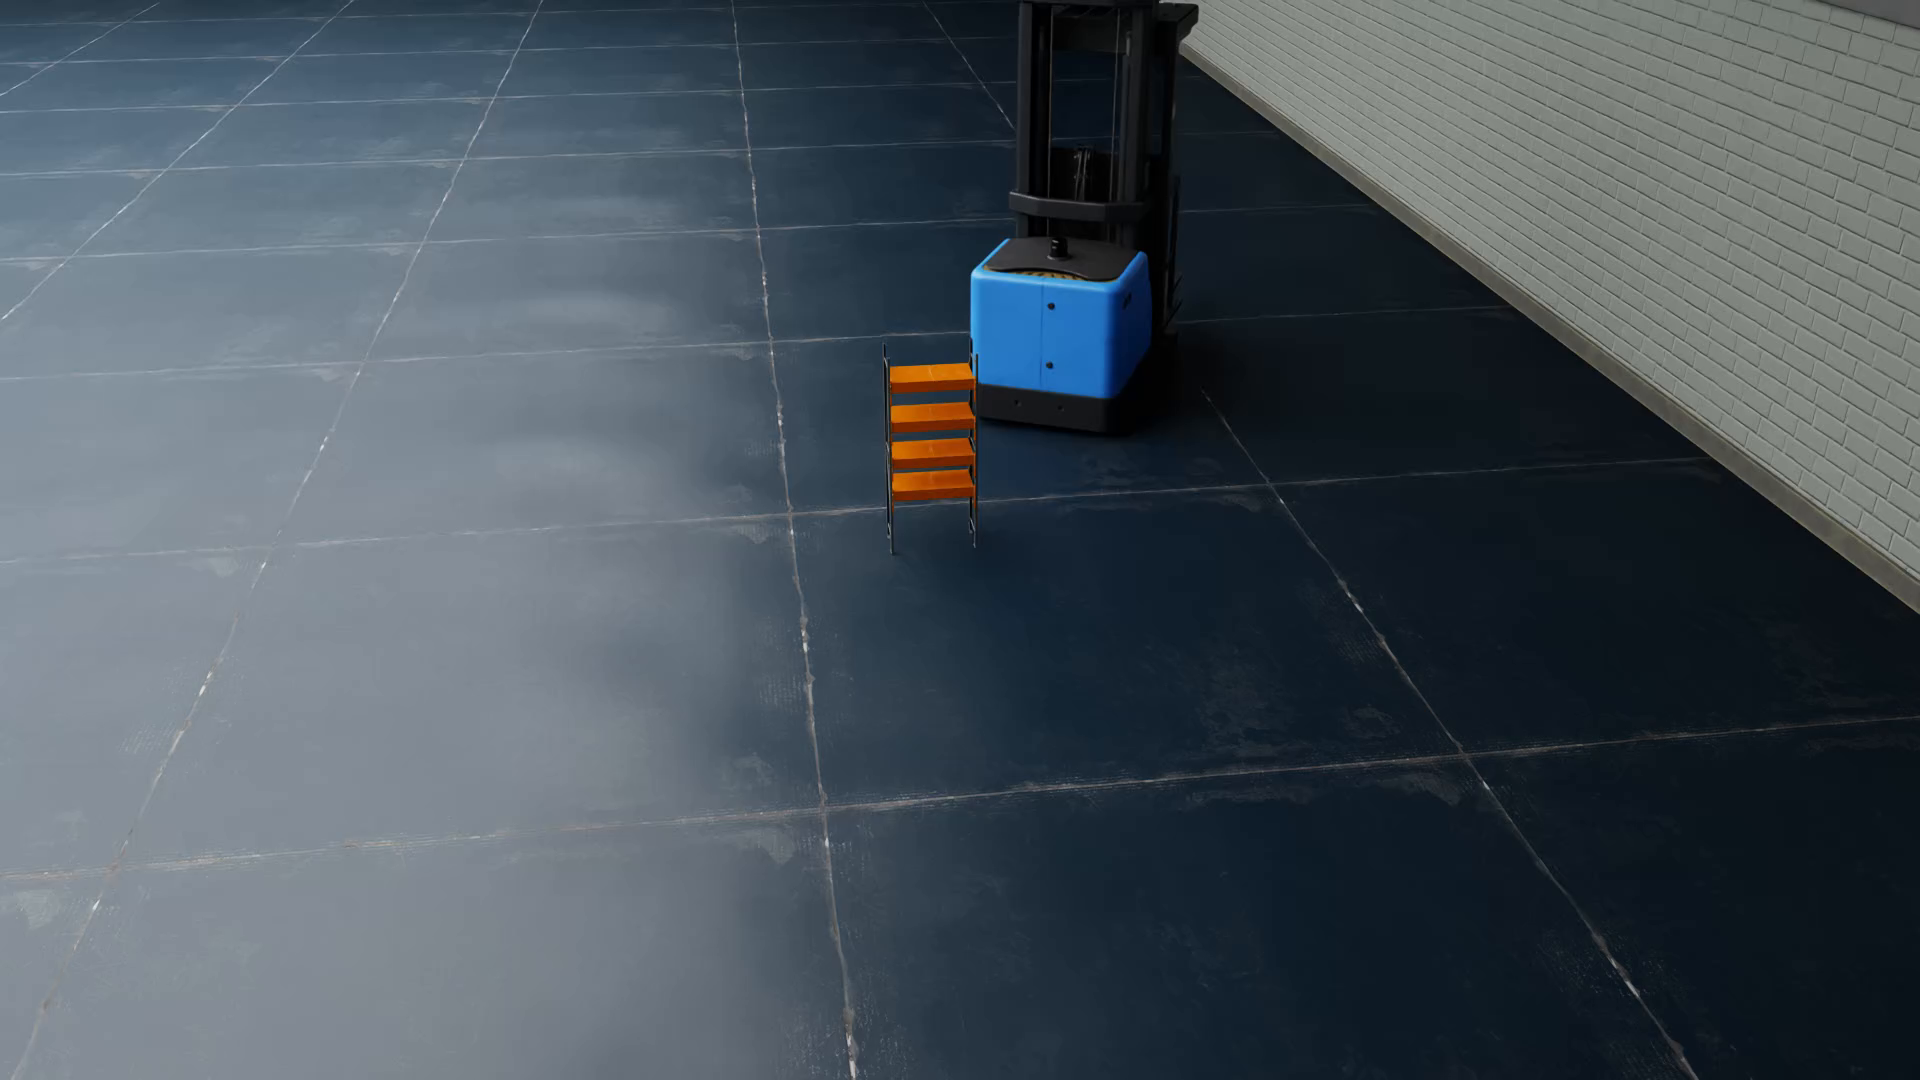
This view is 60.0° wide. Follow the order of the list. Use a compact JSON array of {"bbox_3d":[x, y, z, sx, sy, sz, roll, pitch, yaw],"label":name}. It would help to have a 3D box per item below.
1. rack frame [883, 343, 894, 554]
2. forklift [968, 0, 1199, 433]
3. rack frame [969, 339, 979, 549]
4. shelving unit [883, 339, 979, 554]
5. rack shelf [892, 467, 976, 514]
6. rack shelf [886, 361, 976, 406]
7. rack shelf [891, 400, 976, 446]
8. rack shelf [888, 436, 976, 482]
[{"bbox_3d":[-0.406,-0.508,9.425,0.015,1.200,0.240,-4,27,-7],"label":"rack frame"},{"bbox_3d":[1.001,-2.666,11.736,1.130,2.935,3.031,9,28,16],"label":"forklift"},{"bbox_3d":[0.078,-0.539,9.486,0.015,1.200,0.240,-4,27,-7],"label":"rack frame"},{"bbox_3d":[-0.164,-0.523,9.456,0.503,1.200,0.258,-4,27,-7],"label":"shelving unit"},{"bbox_3d":[-0.164,-0.287,9.577,0.480,0.148,0.258,-4,27,-7],"label":"rack shelf"},{"bbox_3d":[-0.164,-0.873,9.276,0.480,0.148,0.258,-4,27,-7],"label":"rack shelf"},{"bbox_3d":[-0.164,-0.662,9.384,0.480,0.148,0.258,-4,27,-7],"label":"rack shelf"},{"bbox_3d":[-0.164,-0.463,9.486,0.480,0.148,0.258,-4,27,-7],"label":"rack shelf"}]
